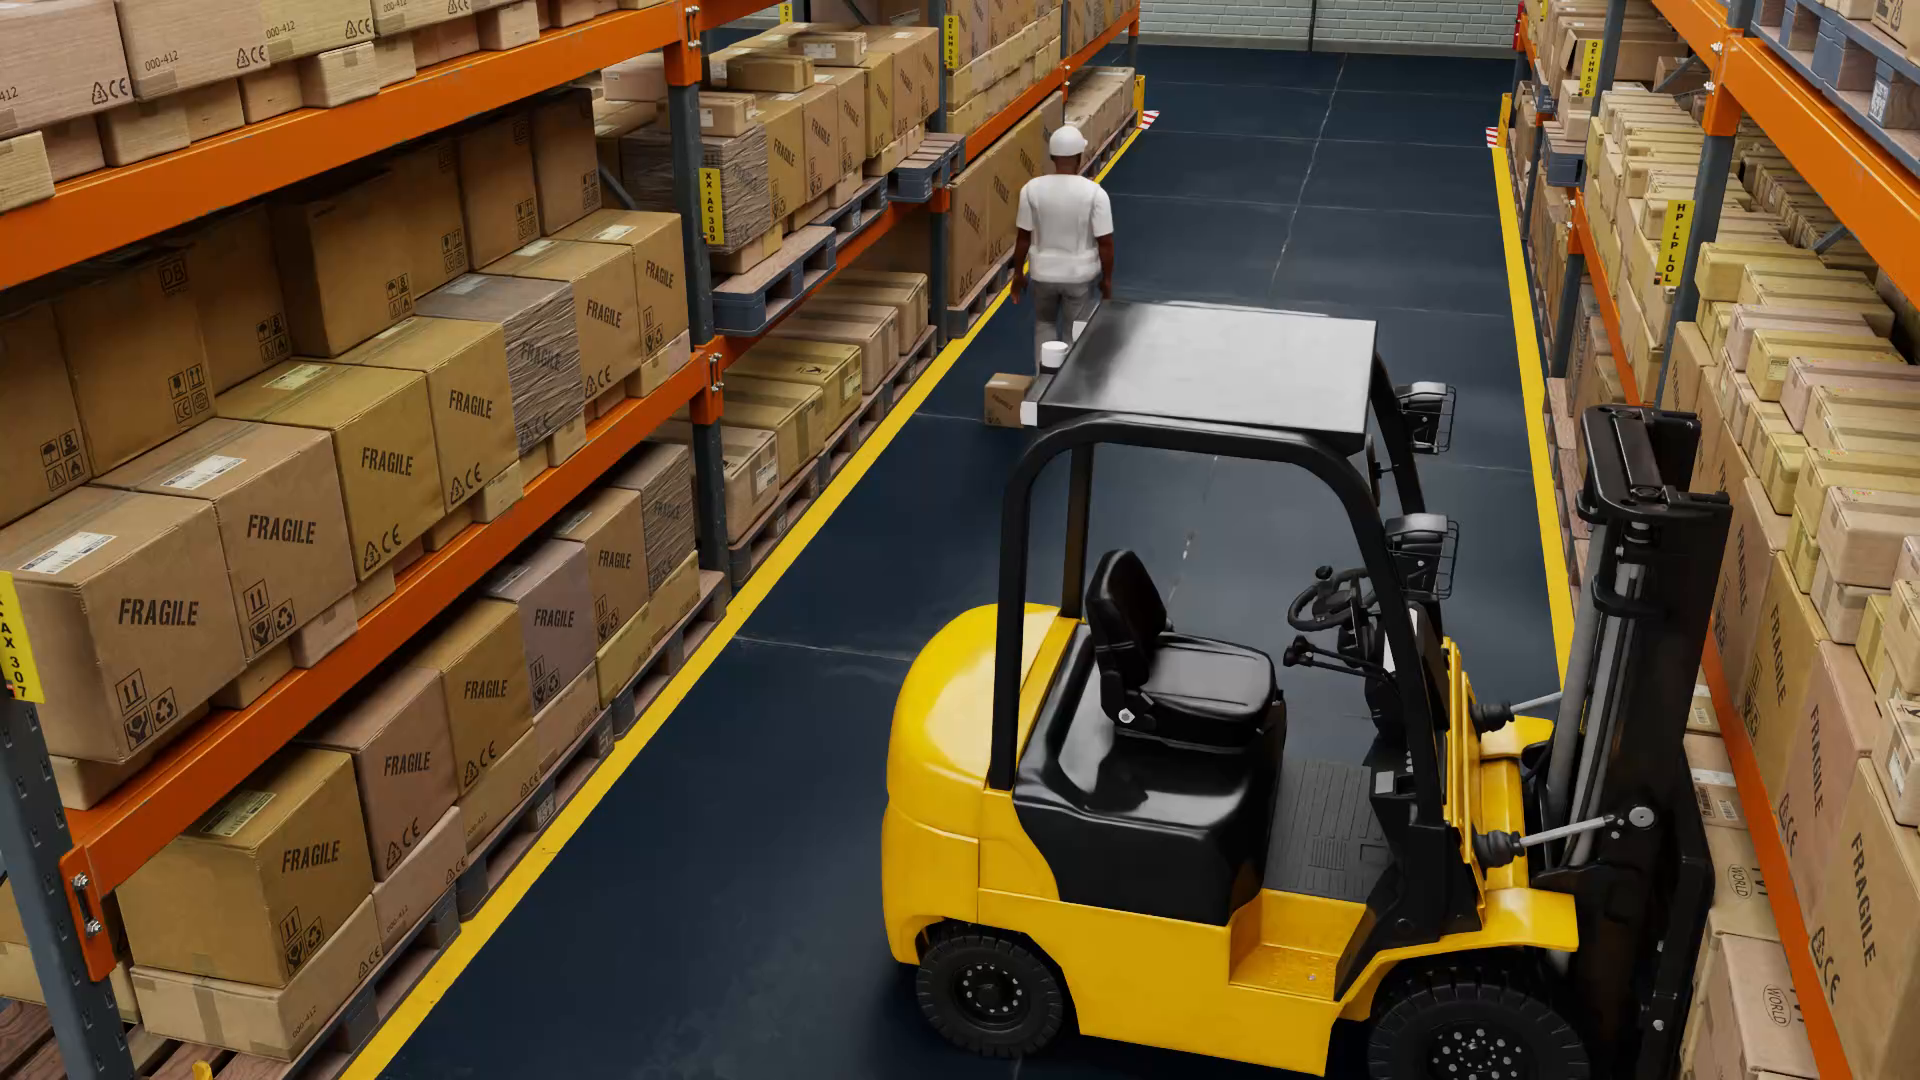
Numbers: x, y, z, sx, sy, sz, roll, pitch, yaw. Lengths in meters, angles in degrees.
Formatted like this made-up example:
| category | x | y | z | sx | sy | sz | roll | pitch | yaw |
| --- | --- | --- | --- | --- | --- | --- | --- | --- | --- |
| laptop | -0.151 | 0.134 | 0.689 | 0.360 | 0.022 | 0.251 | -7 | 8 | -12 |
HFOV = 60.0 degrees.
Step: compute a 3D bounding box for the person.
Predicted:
| category | x | y | z | sx | sy | sz | roll | pitch | yaw |
| --- | --- | --- | --- | --- | --- | --- | --- | --- | --- |
| person | 0.625 | -1.568 | 9.881 | 0.609 | 1.790 | 0.460 | 8 | 26 | 17 |
